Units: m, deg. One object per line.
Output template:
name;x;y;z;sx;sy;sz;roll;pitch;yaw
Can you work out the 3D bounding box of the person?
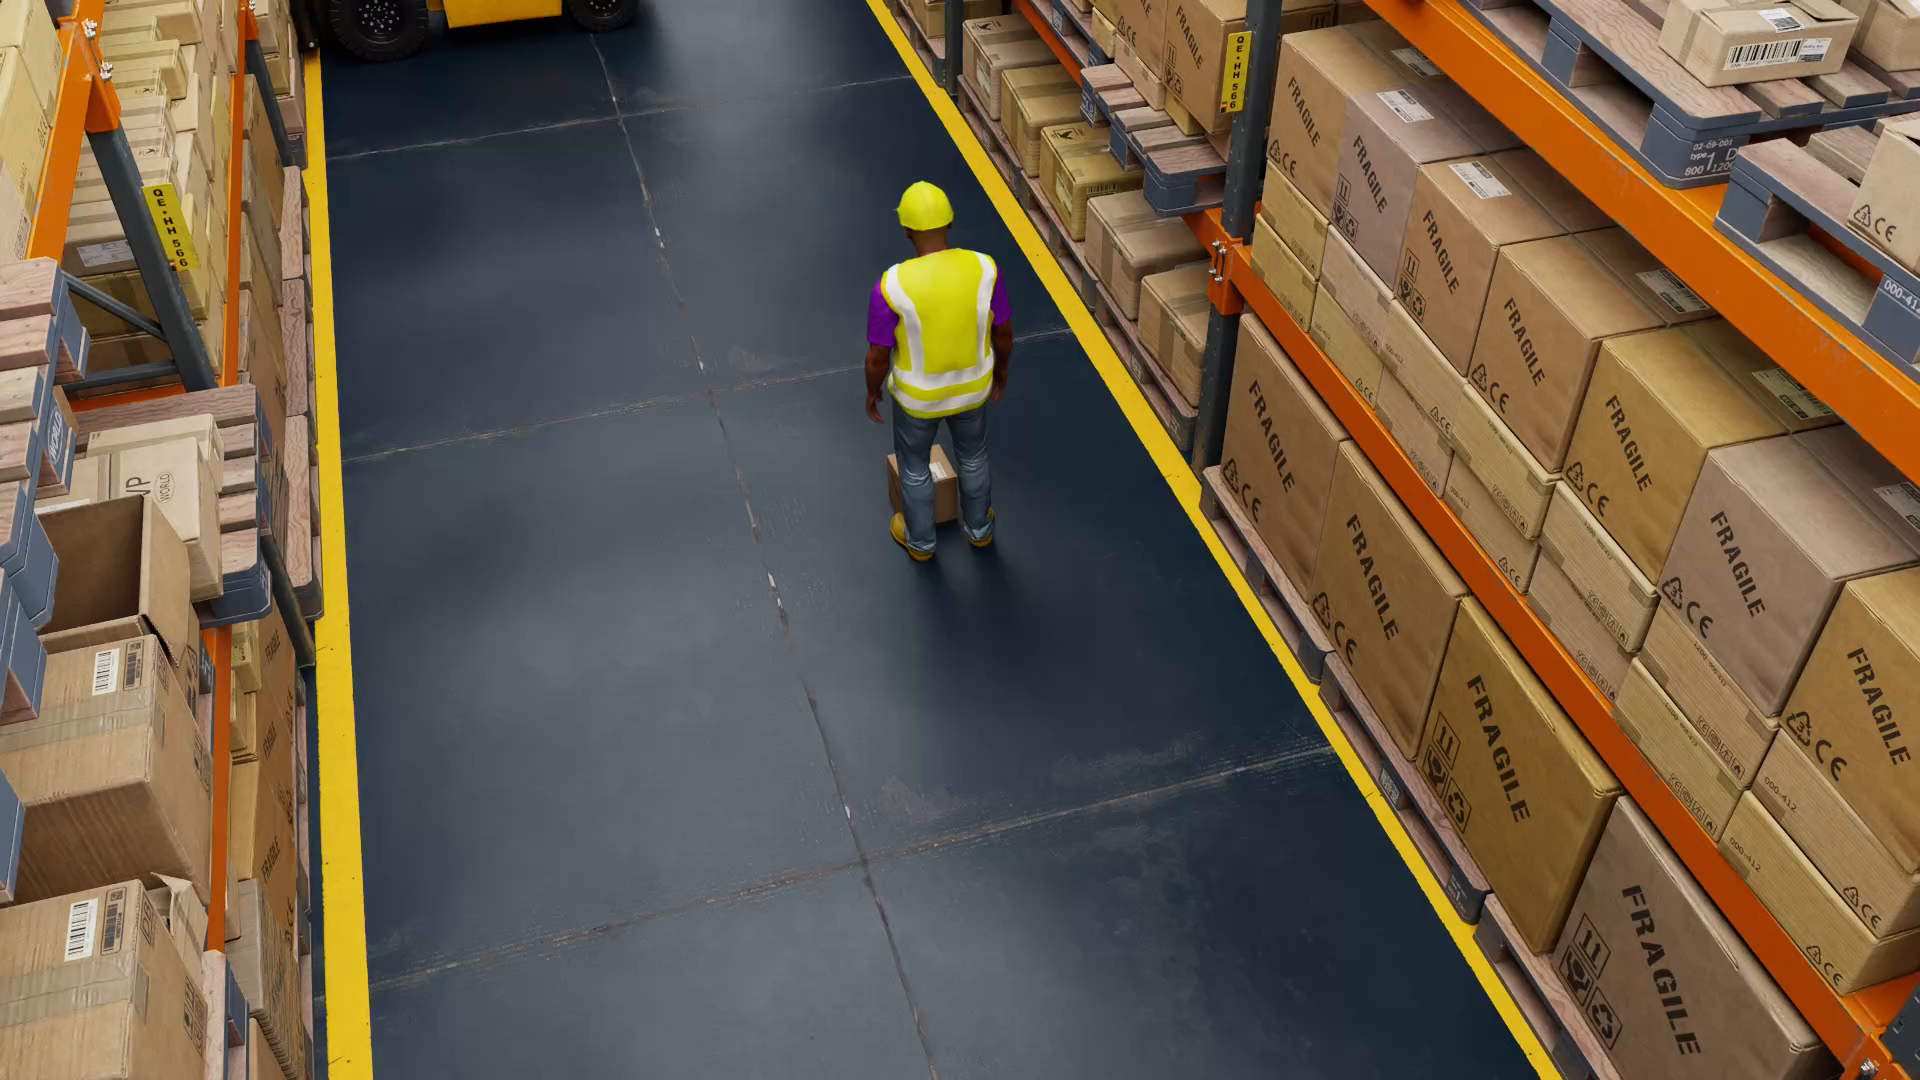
person;-0.092;-0.660;6.880;0.627;1.761;0.460;-12;43;-13
